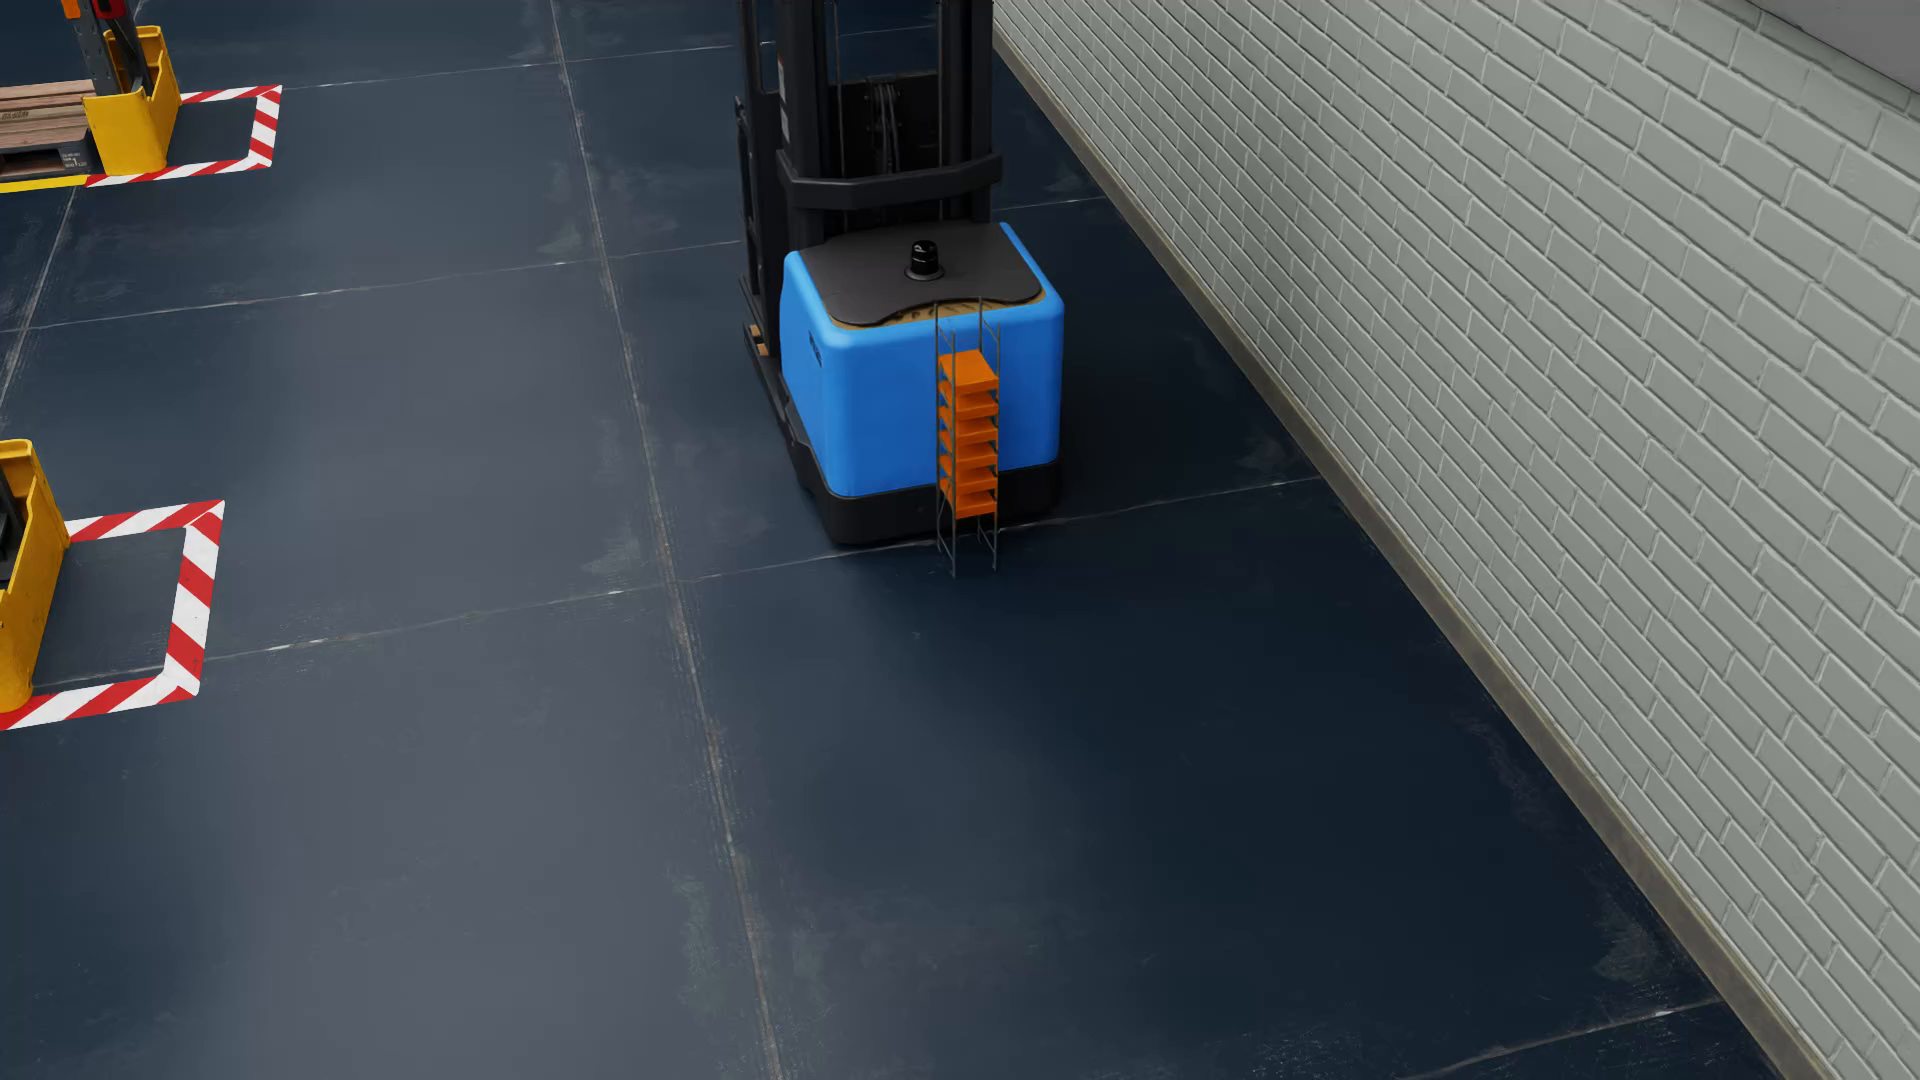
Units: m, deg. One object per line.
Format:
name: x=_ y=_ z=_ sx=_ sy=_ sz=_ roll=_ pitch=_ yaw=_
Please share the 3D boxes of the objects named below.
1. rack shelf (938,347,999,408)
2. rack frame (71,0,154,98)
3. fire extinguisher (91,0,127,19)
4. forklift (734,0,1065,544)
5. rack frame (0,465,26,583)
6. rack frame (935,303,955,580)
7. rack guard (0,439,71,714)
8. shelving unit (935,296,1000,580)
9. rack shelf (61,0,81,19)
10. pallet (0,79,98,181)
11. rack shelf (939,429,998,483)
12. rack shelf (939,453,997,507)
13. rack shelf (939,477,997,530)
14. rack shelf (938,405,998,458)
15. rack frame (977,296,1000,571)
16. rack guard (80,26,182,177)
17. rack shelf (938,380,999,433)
rack shelf: x=0.028 y=-0.646 z=6.588 sx=0.180 sy=0.103 sz=0.258 roll=-11 pitch=39 yaw=-14
rack frame: x=-5.221 y=-3.759 z=9.695 sx=0.127 sy=3.000 sz=1.000 roll=-9 pitch=38 yaw=-12
fire extinguisher: x=-4.957 y=-3.338 z=9.515 sx=0.183 sy=0.674 sz=0.296 roll=-9 pitch=38 yaw=-12
forklift: x=-0.468 y=-2.045 z=7.511 sx=1.130 sy=2.935 sz=3.031 roll=-10 pitch=39 yaw=-13
rack frame: x=-3.930 y=-0.854 z=5.898 sx=0.127 sy=3.000 sz=1.000 roll=-9 pitch=38 yaw=-12
rack frame: x=-0.059 y=-0.378 z=6.757 sx=0.006 sy=1.200 sz=0.240 roll=-11 pitch=39 yaw=-14
rack guard: x=-3.907 y=0.135 z=6.662 sx=0.348 sy=0.500 sz=1.175 roll=-9 pitch=38 yaw=-12
shelving unit: x=0.028 y=-0.396 z=6.779 sx=0.189 sy=1.200 sz=0.258 roll=-11 pitch=39 yaw=-14
rack shelf: x=-7.152 y=-3.157 z=9.500 sx=4.000 sy=0.370 sz=1.077 roll=-9 pitch=38 yaw=-12
pallet: x=-6.028 y=-2.544 z=10.402 sx=1.213 sy=0.211 sz=1.003 roll=-9 pitch=38 yaw=-12
rack shelf: x=0.028 y=-0.360 z=6.806 sx=0.180 sy=0.103 sz=0.258 roll=-11 pitch=39 yaw=-14
rack shelf: x=0.028 y=-0.265 z=6.879 sx=0.180 sy=0.103 sz=0.258 roll=-11 pitch=39 yaw=-14
rack shelf: x=0.028 y=-0.170 z=6.952 sx=0.180 sy=0.103 sz=0.258 roll=-11 pitch=39 yaw=-14
rack shelf: x=0.028 y=-0.456 z=6.734 sx=0.180 sy=0.103 sz=0.258 roll=-11 pitch=39 yaw=-14
rack frame: x=0.115 y=-0.413 z=6.802 sx=0.006 sy=1.200 sz=0.240 roll=-11 pitch=39 yaw=-14
rack guard: x=-5.201 y=-2.778 z=10.470 sx=0.348 sy=0.500 sz=1.175 roll=-9 pitch=38 yaw=-12
rack shelf: x=0.028 y=-0.551 z=6.661 sx=0.180 sy=0.103 sz=0.258 roll=-11 pitch=39 yaw=-14
